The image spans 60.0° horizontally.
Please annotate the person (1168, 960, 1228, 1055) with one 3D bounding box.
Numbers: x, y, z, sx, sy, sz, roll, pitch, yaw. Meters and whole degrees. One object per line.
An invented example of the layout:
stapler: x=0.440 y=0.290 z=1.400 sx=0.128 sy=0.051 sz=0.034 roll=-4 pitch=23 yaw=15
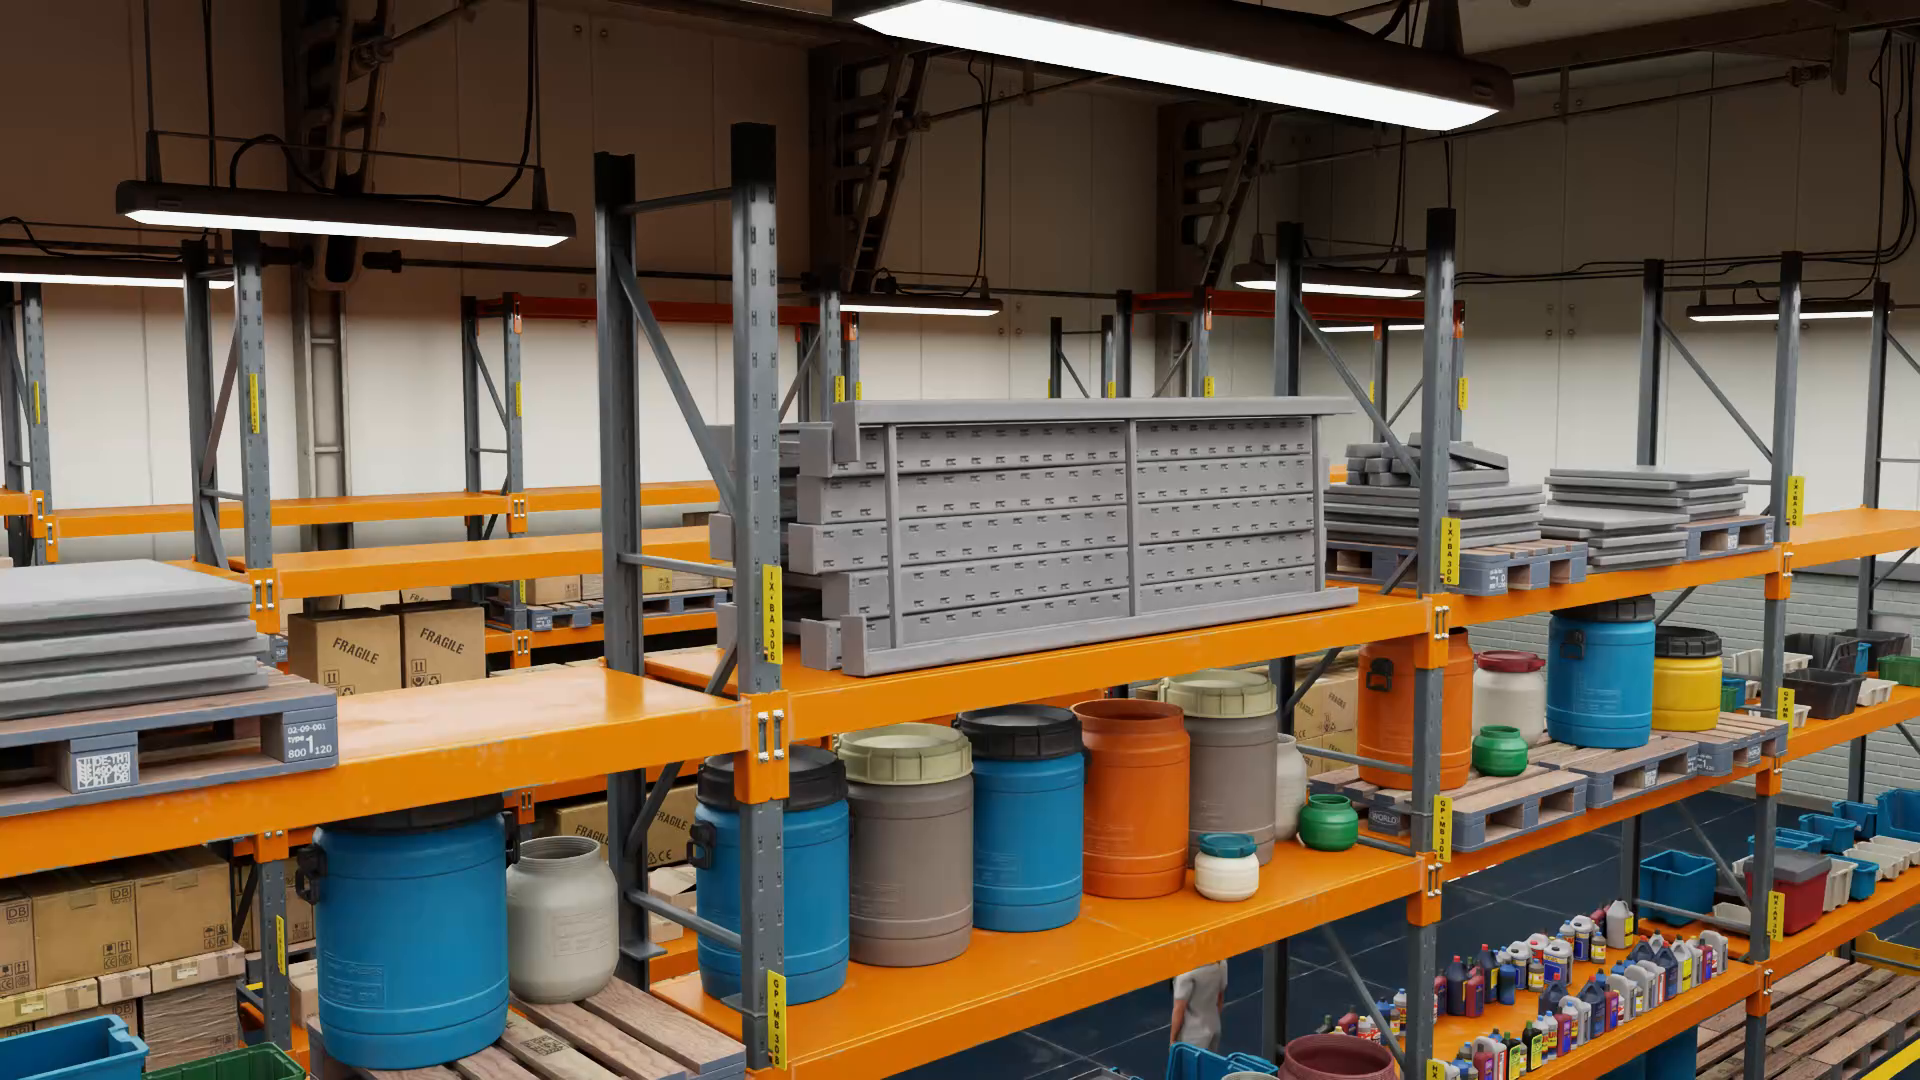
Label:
person: x=1.552 y=3.291 z=11.022 sx=0.431 sy=1.669 sz=0.486 roll=4 pitch=7 yaw=36
